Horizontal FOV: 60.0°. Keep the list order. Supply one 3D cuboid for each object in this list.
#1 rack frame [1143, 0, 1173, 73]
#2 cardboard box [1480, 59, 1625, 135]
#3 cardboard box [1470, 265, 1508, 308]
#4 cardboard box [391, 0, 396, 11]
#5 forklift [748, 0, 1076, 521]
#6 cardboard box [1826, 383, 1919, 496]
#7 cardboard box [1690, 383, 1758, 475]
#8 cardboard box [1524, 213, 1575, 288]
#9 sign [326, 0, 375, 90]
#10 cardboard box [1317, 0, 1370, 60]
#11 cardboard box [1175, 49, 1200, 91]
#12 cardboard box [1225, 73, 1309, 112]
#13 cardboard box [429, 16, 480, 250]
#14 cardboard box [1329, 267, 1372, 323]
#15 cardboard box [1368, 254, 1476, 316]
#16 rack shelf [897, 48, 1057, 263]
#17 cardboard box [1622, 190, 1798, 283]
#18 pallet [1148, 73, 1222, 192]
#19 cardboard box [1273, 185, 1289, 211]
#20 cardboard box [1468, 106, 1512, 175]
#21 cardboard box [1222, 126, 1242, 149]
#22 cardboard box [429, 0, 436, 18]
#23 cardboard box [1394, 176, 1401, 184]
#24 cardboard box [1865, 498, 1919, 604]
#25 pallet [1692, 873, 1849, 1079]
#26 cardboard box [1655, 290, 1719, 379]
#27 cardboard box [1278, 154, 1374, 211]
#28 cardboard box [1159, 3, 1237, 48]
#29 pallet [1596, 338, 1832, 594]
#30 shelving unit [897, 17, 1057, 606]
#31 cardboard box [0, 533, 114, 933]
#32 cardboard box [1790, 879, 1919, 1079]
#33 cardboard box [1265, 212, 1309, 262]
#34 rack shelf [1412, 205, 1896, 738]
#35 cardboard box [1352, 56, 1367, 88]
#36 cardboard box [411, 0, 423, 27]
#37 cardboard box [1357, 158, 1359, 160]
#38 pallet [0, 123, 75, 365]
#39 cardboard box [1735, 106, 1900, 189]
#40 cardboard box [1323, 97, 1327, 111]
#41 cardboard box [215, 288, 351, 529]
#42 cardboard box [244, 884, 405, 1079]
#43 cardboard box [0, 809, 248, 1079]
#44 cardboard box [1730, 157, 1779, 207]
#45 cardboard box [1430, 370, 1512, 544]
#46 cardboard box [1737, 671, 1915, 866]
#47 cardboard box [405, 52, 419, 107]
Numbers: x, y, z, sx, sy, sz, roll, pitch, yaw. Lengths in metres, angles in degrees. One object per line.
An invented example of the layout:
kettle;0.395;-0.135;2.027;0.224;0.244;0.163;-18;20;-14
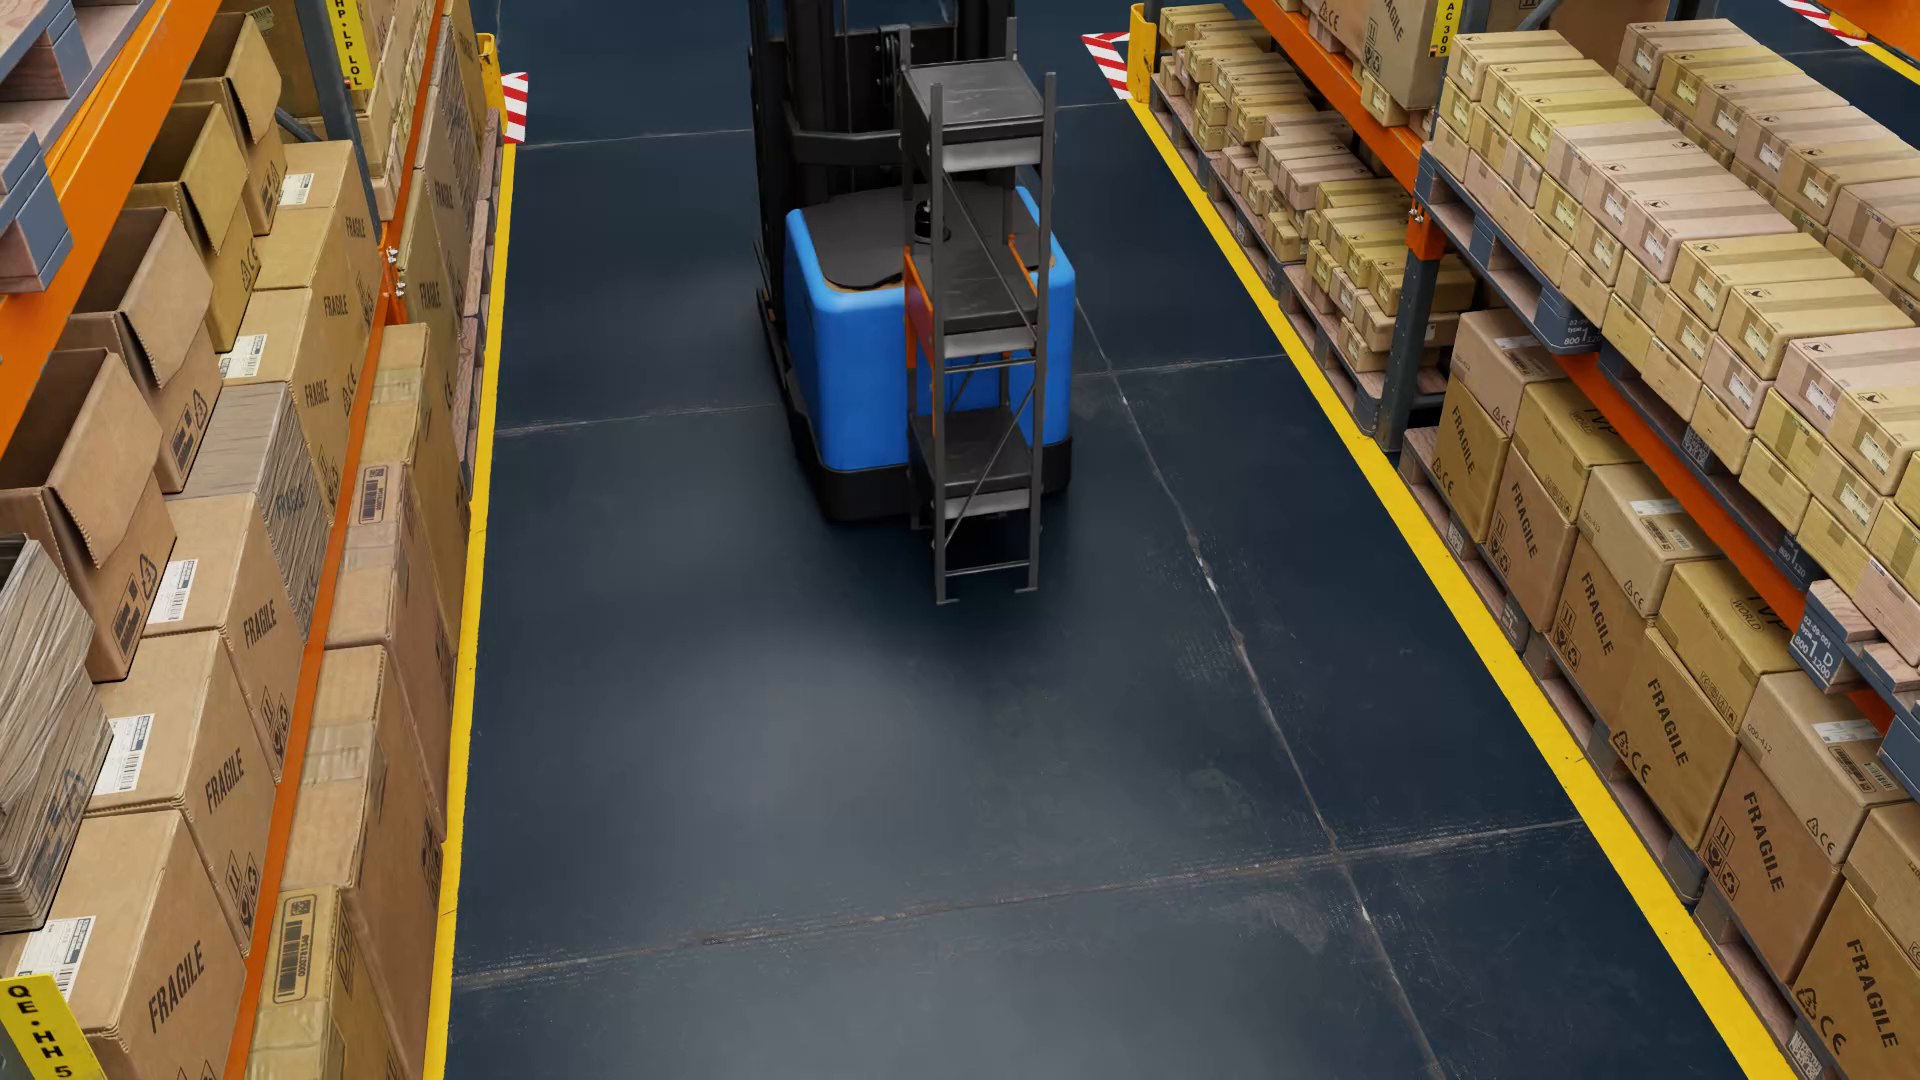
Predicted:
rack frame;1.622;-4.064;9.536;1.000;3.000;0.127;-6;38;-8
cardboard box;1.994;-1.494;5.606;0.380;0.149;0.250;-5;38;-7
cardboard box;2.466;-1.153;7.286;0.380;0.149;0.250;-5;38;-6
cardboard box;-2.585;-2.458;6.738;0.500;0.500;0.500;-7;38;-9
forklift;-0.370;-2.117;7.138;1.129;2.867;3.031;-8;39;-10
cardboard box;2.349;-0.251;4.006;0.380;0.149;0.250;-5;38;-7
cardboard box;2.265;-0.322;4.582;0.380;0.149;0.250;-5;38;-7
cardboard box;2.076;-0.957;5.399;0.380;0.149;0.250;-6;38;-7
sign;-2.046;-1.665;5.570;0.100;0.325;0.005;-6;38;-8
cardboard box;1.870;-2.380;7.045;0.500;0.500;0.500;-7;38;-9
cardboard box;1.453;-2.706;9.527;0.380;0.149;0.250;-6;38;-8
cardboard box;1.628;-2.357;8.835;0.380;0.149;0.250;-5;38;-6
cardboard box;-2.929;-1.990;8.257;0.875;0.875;0.875;-6;38;-8
cardboard box;1.895;-1.123;7.490;0.380;0.149;0.250;-8;39;-10
cardboard box;2.004;-1.110;7.230;0.380;0.149;0.250;-5;38;-7
rack shelf;0.050;-1.295;5.586;0.431;0.518;0.480;-8;39;-10
cardboard box;2.167;-0.881;4.817;0.380;0.149;0.250;-5;38;-6
pallet;1.742;-2.422;9.696;1.003;0.211;1.213;-6;38;-8
cardboard box;1.792;-1.761;8.311;0.380;0.149;0.250;-8;39;-10
cardboard box;1.986;-1.388;5.712;0.380;0.149;0.250;-7;38;-9
cardboard box;1.650;-2.144;9.047;0.380;0.149;0.250;-6;38;-8
cardboard box;-2.666;-2.539;7.778;0.380;0.149;0.250;-6;38;-8
cardboard box;2.351;-1.791;8.107;0.380;0.149;0.250;-5;38;-7
cardboard box;2.392;0.015;3.906;0.380;0.149;0.250;-5;38;-7
pallet;2.889;1.397;4.779;1.003;0.211;1.213;-6;38;-8
cardboard box;2.215;-0.600;4.697;0.380;0.149;0.250;-7;38;-9
cardboard box;1.763;-1.728;8.026;0.380;0.149;0.250;-8;39;-10
cardboard box;1.379;-2.986;9.645;0.380;0.149;0.250;-8;39;-10
pallet;2.637;-0.347;4.908;1.003;0.211;1.213;-6;38;-8
shelving unit;0.050;-0.753;6.007;0.431;2.100;0.503;-8;39;-10
cardboard box;-1.989;0.362;2.940;0.797;0.503;0.637;-5;38;-6
cardboard box;2.651;1.220;4.430;0.500;0.500;0.500;-6;38;-8
cardboard box;1.737;-1.513;8.234;0.380;0.149;0.250;-6;38;-8
rack shelf;2.673;-0.156;5.092;1.077;0.370;4.000;-6;38;-8
cardboard box;1.902;-2.008;7.094;0.380;0.149;0.250;-5;38;-6
cardboard box;-2.660;-2.457;7.348;0.500;0.250;0.500;-6;38;-8
cardboard box;2.216;-2.033;8.903;0.380;0.149;0.250;-6;38;-7
pallet;-2.042;-0.252;2.339;1.213;0.211;1.003;-5;38;-6
cardboard box;2.723;-1.251;5.293;0.380;0.149;0.250;-6;38;-8
cardboard box;2.191;-2.308;9.015;0.380;0.149;0.250;-6;38;-7
cardboard box;-2.049;-0.347;4.670;0.500;0.500;0.500;-7;38;-8
cardboard box;-1.977;1.495;3.770;1.225;0.875;0.875;-8;39;-10
cardboard box;-1.694;0.878;3.093;0.500;0.500;0.500;-5;38;-7
cardboard box;2.727;-1.139;5.391;0.380;0.149;0.250;-7;38;-9
cardboard box;2.191;-0.352;6.453;0.500;0.500;0.500;-5;38;-6
cardboard box;2.547;0.605;4.611;0.500;0.250;0.500;-6;38;-7
cardboard box;-2.488;-1.921;6.983;0.380;0.149;0.250;-7;38;-9
